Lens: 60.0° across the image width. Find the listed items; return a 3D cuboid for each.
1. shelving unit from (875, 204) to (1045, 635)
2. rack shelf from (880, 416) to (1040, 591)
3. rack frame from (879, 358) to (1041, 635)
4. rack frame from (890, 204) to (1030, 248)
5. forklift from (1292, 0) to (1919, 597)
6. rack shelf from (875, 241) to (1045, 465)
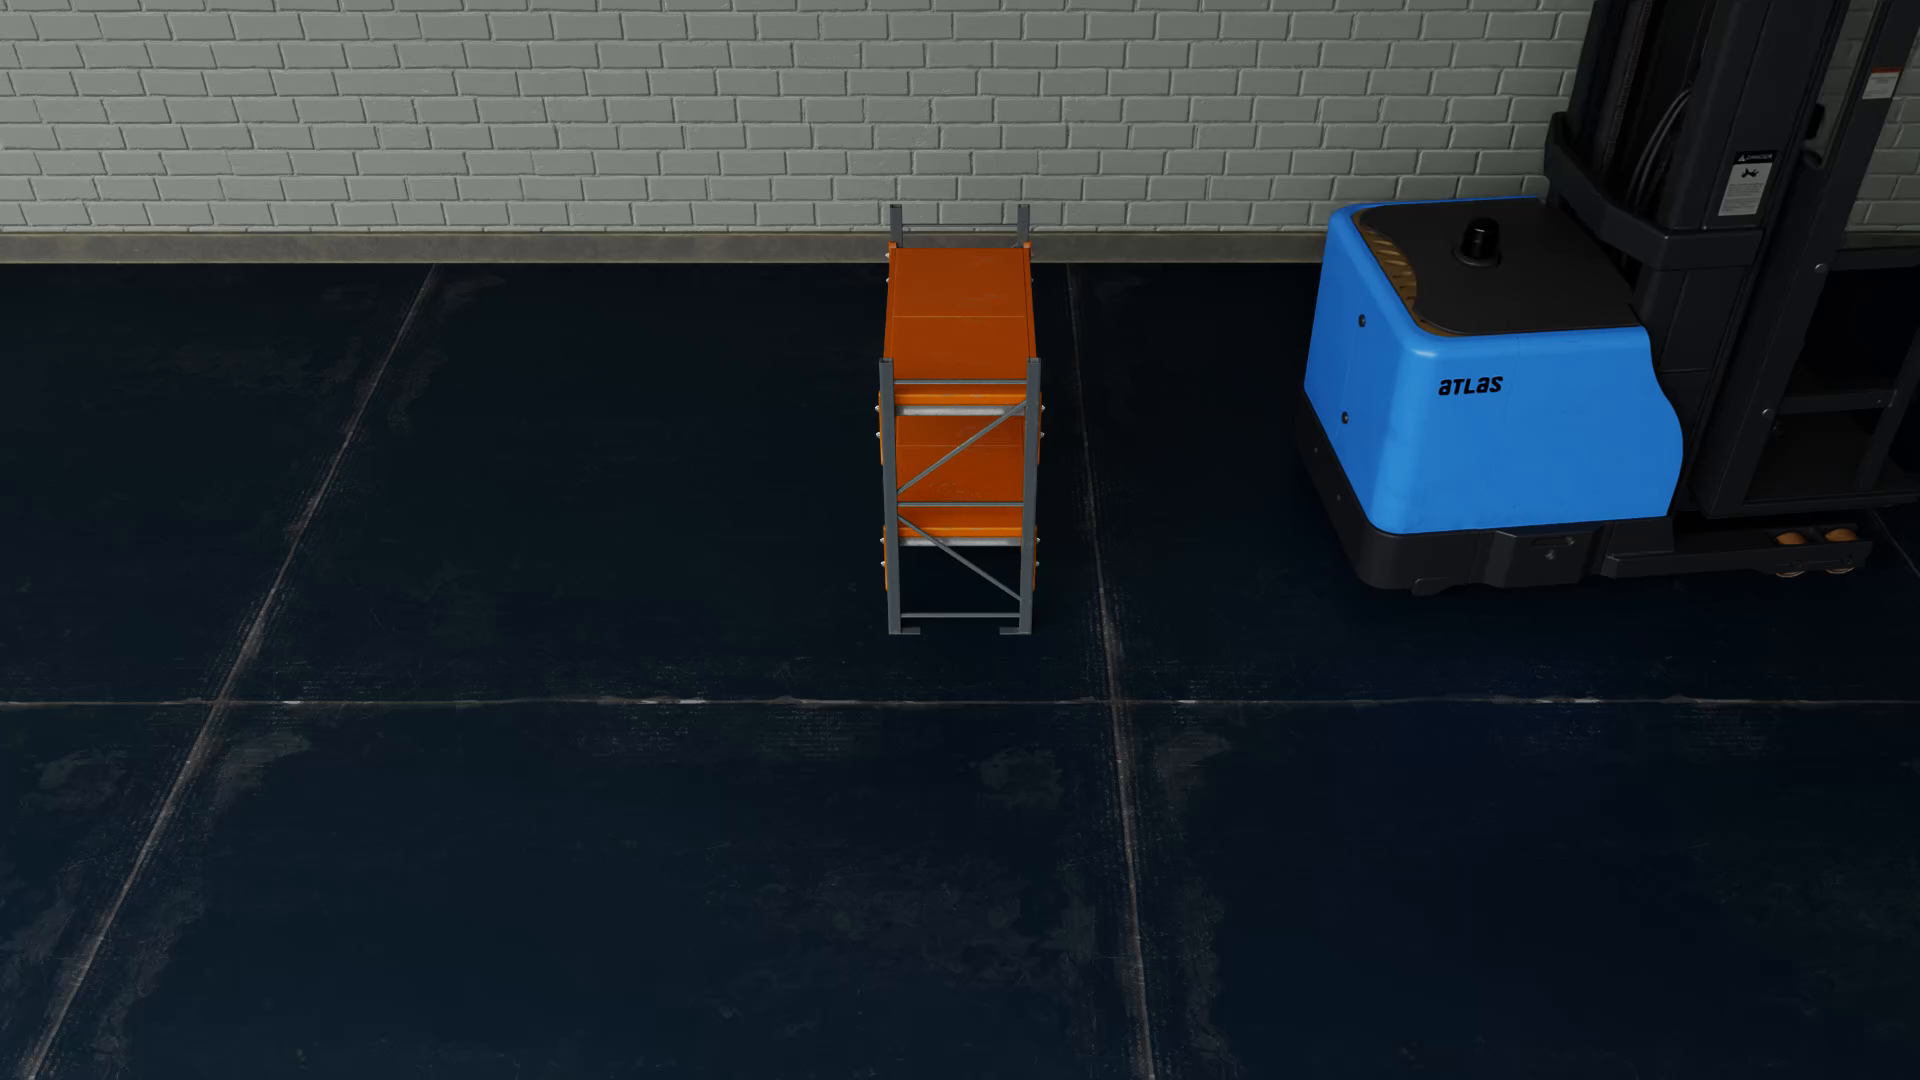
[{"bbox_3d":[0.000,-0.435,5.893,0.538,1.125,1.048,0,39,0],"label":"shelving unit"},{"bbox_3d":[0.000,-0.244,6.046,0.538,0.278,1.000,0,39,0],"label":"rack shelf"},{"bbox_3d":[0.001,-0.117,5.496,0.500,1.125,0.032,0,39,0],"label":"rack frame"},{"bbox_3d":[-0.001,-0.753,6.290,0.500,1.125,0.032,0,39,0],"label":"rack frame"},{"bbox_3d":[2.881,-1.333,5.570,3.031,2.935,1.130,-4,39,-5],"label":"forklift"},{"bbox_3d":[0.000,-0.663,5.710,0.538,0.278,1.000,0,39,0],"label":"rack shelf"}]
